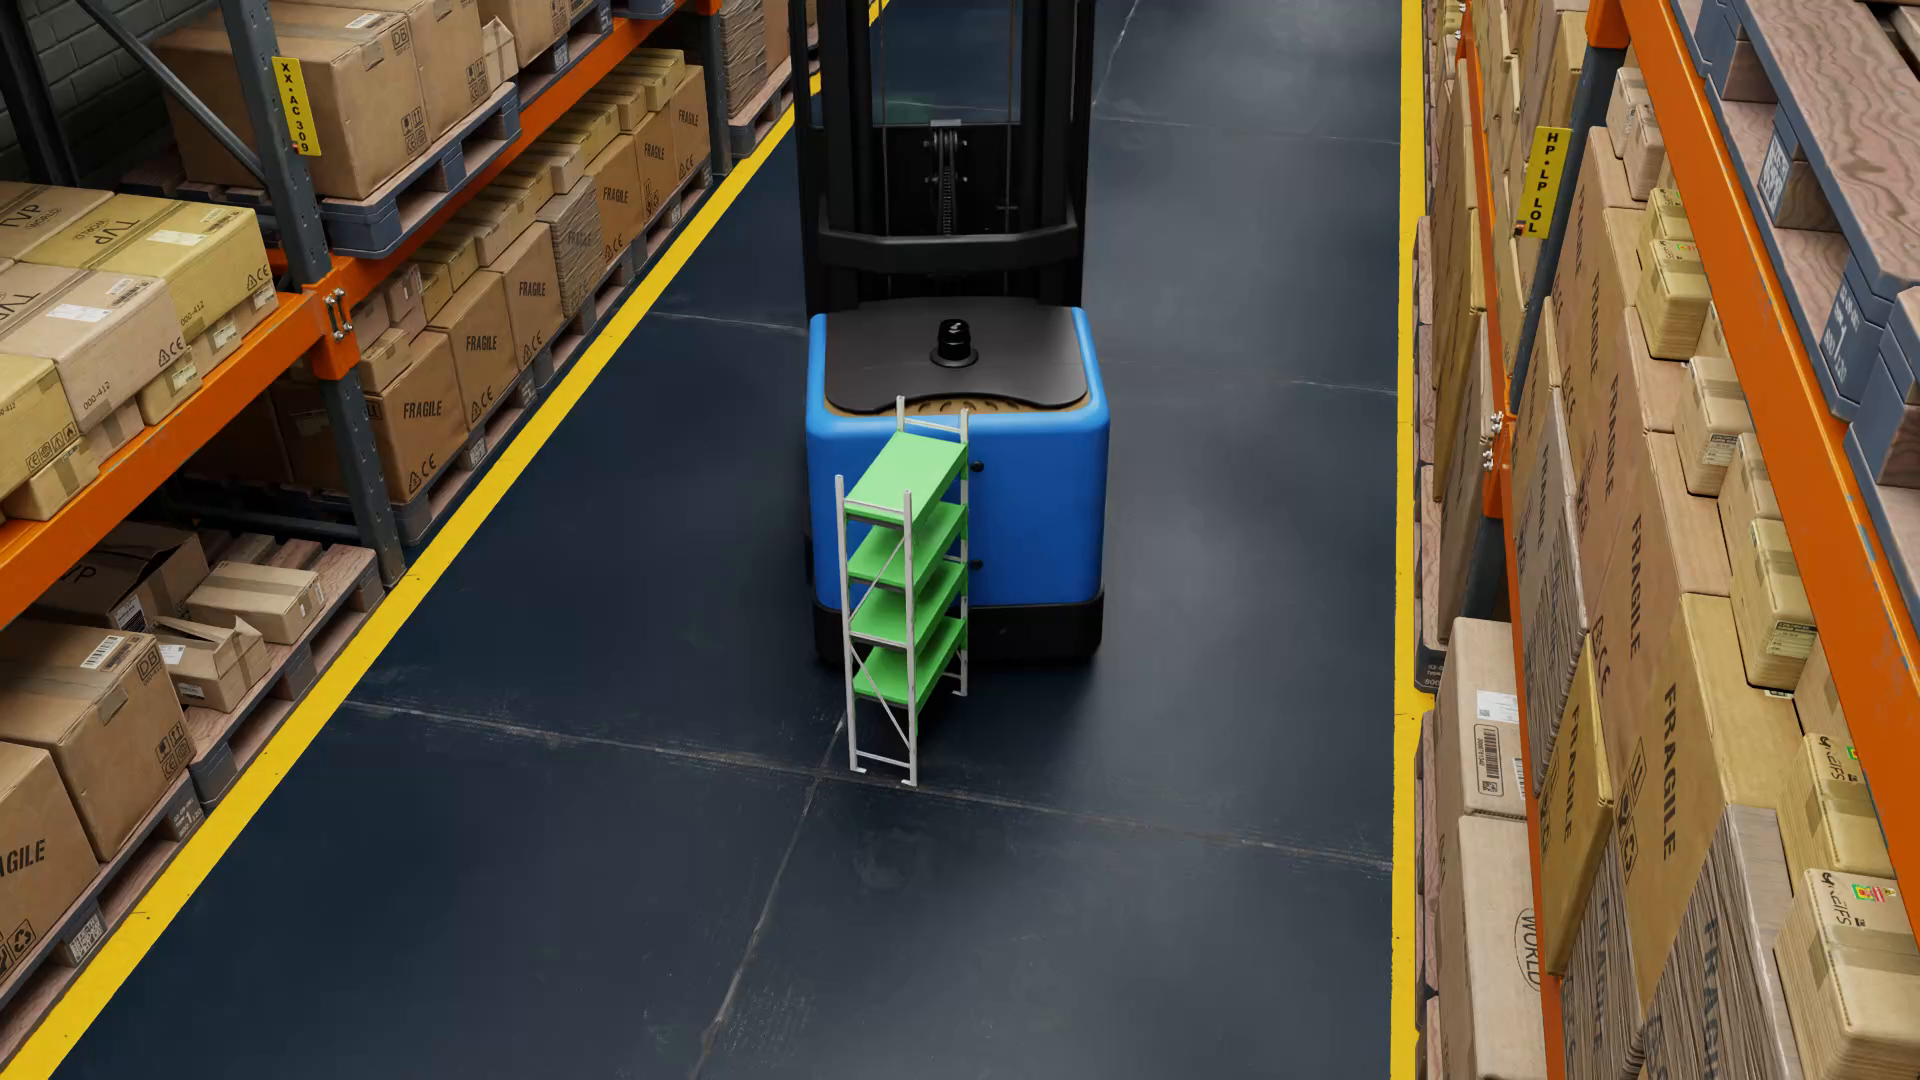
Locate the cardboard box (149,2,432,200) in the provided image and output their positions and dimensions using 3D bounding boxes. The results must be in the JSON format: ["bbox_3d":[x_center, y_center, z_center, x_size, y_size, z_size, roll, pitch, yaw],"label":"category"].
[{"bbox_3d":[-2.365,-1.577,5.927,0.700,0.500,0.500,8,37,11],"label":"cardboard box"}]

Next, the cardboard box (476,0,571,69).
[{"bbox_3d":[-2.087,-2.324,6.958,0.700,0.500,0.500,7,37,10],"label":"cardboard box"}]

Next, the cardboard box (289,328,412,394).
[{"bbox_3d":[-2.350,-0.710,6.393,0.380,0.149,0.250,9,37,12],"label":"cardboard box"}]

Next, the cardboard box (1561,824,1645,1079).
[{"bbox_3d":[1.375,0.864,2.917,0.500,0.500,0.500,8,37,11],"label":"cardboard box"}]

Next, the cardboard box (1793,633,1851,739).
[{"bbox_3d":[1.412,0.270,2.332,0.380,0.149,0.250,7,37,10],"label":"cardboard box"}]

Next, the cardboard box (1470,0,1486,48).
[{"bbox_3d":[2.667,-2.481,7.745,0.500,0.250,0.500,7,36,9],"label":"cardboard box"}]

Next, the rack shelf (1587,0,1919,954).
[{"bbox_3d":[1.736,-0.274,2.629,1.077,0.370,4.000,7,37,10],"label":"rack shelf"}]

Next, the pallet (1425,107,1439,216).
[{"bbox_3d":[3.186,-2.109,9.480,1.003,0.211,1.213,7,37,10],"label":"pallet"}]

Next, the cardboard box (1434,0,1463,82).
[{"bbox_3d":[3.465,-3.077,10.321,0.950,0.372,0.625,8,37,12],"label":"cardboard box"}]

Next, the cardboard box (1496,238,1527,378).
[{"bbox_3d":[2.013,-0.725,5.323,0.500,0.250,0.500,6,36,9],"label":"cardboard box"}]

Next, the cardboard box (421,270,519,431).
[{"bbox_3d":[-2.260,-0.831,7.113,0.500,0.500,0.500,7,36,9],"label":"cardboard box"}]

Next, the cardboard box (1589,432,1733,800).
[{"bbox_3d":[1.480,0.170,3.023,0.500,0.500,0.500,7,37,10],"label":"cardboard box"}]

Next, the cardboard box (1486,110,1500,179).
[{"bbox_3d":[2.355,-1.601,6.531,0.500,0.250,0.500,7,37,10],"label":"cardboard box"}]

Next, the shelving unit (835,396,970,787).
[{"bbox_3d":[-0.173,0.185,5.473,0.258,1.200,0.503,12,38,16],"label":"shelving unit"}]

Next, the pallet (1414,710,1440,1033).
[{"bbox_3d":[1.924,1.058,5.111,1.003,0.211,1.213,7,37,10],"label":"pallet"}]

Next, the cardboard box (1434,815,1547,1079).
[{"bbox_3d":[1.734,1.230,4.323,0.875,0.438,0.875,6,36,9],"label":"cardboard box"}]

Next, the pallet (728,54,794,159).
[{"bbox_3d":[-1.618,-2.749,10.363,1.003,0.211,1.213,7,37,10],"label":"pallet"}]

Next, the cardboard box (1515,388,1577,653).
[{"bbox_3d":[1.696,-0.014,4.128,0.500,0.500,0.500,8,37,10],"label":"cardboard box"}]

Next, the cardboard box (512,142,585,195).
[{"bbox_3d":[-2.001,-1.760,7.841,0.380,0.149,0.250,6,36,8],"label":"cardboard box"}]

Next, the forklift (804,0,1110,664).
[{"bbox_3d":[-0.078,-1.579,6.432,1.130,2.935,3.031,-2,36,-2],"label":"forklift"}]

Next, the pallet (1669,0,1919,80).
[{"bbox_3d":[1.978,-1.208,3.381,1.003,0.211,1.213,7,37,10],"label":"pallet"}]

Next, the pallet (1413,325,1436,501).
[{"bbox_3d":[2.513,-0.522,7.290,1.003,0.211,1.213,7,37,10],"label":"pallet"}]

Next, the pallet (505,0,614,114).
[{"bbox_3d":[-2.243,-2.217,7.417,1.003,0.211,1.213,7,37,10],"label":"pallet"}]

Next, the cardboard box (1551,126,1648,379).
[{"bbox_3d":[1.825,-0.700,4.223,0.500,0.500,0.500,8,37,10],"label":"cardboard box"}]

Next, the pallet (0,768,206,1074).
[{"bbox_3d":[-3.093,1.107,5.043,1.003,0.211,1.213,7,37,10],"label":"pallet"}]

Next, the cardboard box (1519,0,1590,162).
[{"bbox_3d":[2.117,-1.528,5.365,0.500,0.500,0.500,8,37,11],"label":"cardboard box"}]

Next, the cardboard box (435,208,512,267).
[{"bbox_3d":[-2.188,-1.325,7.241,0.380,0.149,0.250,7,37,10],"label":"cardboard box"}]

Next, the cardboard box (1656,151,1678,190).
[{"bbox_3d":[1.790,-0.756,3.747,0.380,0.149,0.250,7,36,9],"label":"cardboard box"}]

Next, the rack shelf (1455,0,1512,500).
[{"bbox_3d":[2.590,-1.353,6.673,1.077,0.370,4.000,7,37,10],"label":"rack shelf"}]

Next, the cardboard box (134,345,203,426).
[{"bbox_3d":[-2.574,-0.497,5.094,0.380,0.149,0.250,8,37,11],"label":"cardboard box"}]

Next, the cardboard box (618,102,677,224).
[{"bbox_3d":[-1.830,-2.014,8.744,0.500,0.500,0.500,7,36,9],"label":"cardboard box"}]

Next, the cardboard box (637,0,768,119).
[{"bbox_3d":[-1.686,-2.975,9.964,0.875,0.625,0.625,8,37,11],"label":"cardboard box"}]

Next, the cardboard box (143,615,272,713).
[{"bbox_3d":[-2.595,0.380,5.641,0.396,0.266,0.258,9,37,12],"label":"cardboard box"}]

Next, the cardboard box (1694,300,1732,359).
[{"bbox_3d":[1.618,-0.318,3.143,0.380,0.149,0.250,7,37,10],"label":"cardboard box"}]

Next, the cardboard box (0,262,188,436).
[{"bbox_3d":[-2.650,-0.566,4.849,0.500,0.250,0.500,7,37,10],"label":"cardboard box"}]

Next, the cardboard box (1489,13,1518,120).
[{"bbox_3d":[2.317,-1.803,6.384,0.500,0.250,0.500,8,37,11],"label":"cardboard box"}]

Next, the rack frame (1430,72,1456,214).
[{"bbox_3d":[3.017,-2.791,8.044,1.000,3.000,0.127,7,37,10],"label":"rack frame"}]

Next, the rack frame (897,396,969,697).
[{"bbox_3d":[-0.088,0.051,5.658,0.240,1.200,0.015,12,38,16],"label":"rack frame"}]

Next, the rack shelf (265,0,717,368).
[{"bbox_3d":[-2.260,-1.973,7.529,1.077,0.370,4.000,7,37,10],"label":"rack shelf"}]

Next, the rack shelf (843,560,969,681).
[{"bbox_3d":[-0.173,0.237,5.510,0.258,0.148,0.480,12,38,16],"label":"rack shelf"}]

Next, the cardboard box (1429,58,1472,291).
[{"bbox_3d":[2.789,-1.715,8.013,0.875,0.875,0.875,7,37,10],"label":"cardboard box"}]

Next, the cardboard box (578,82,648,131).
[{"bbox_3d":[-1.818,-2.211,8.463,0.380,0.149,0.250,6,36,8],"label":"cardboard box"}]
